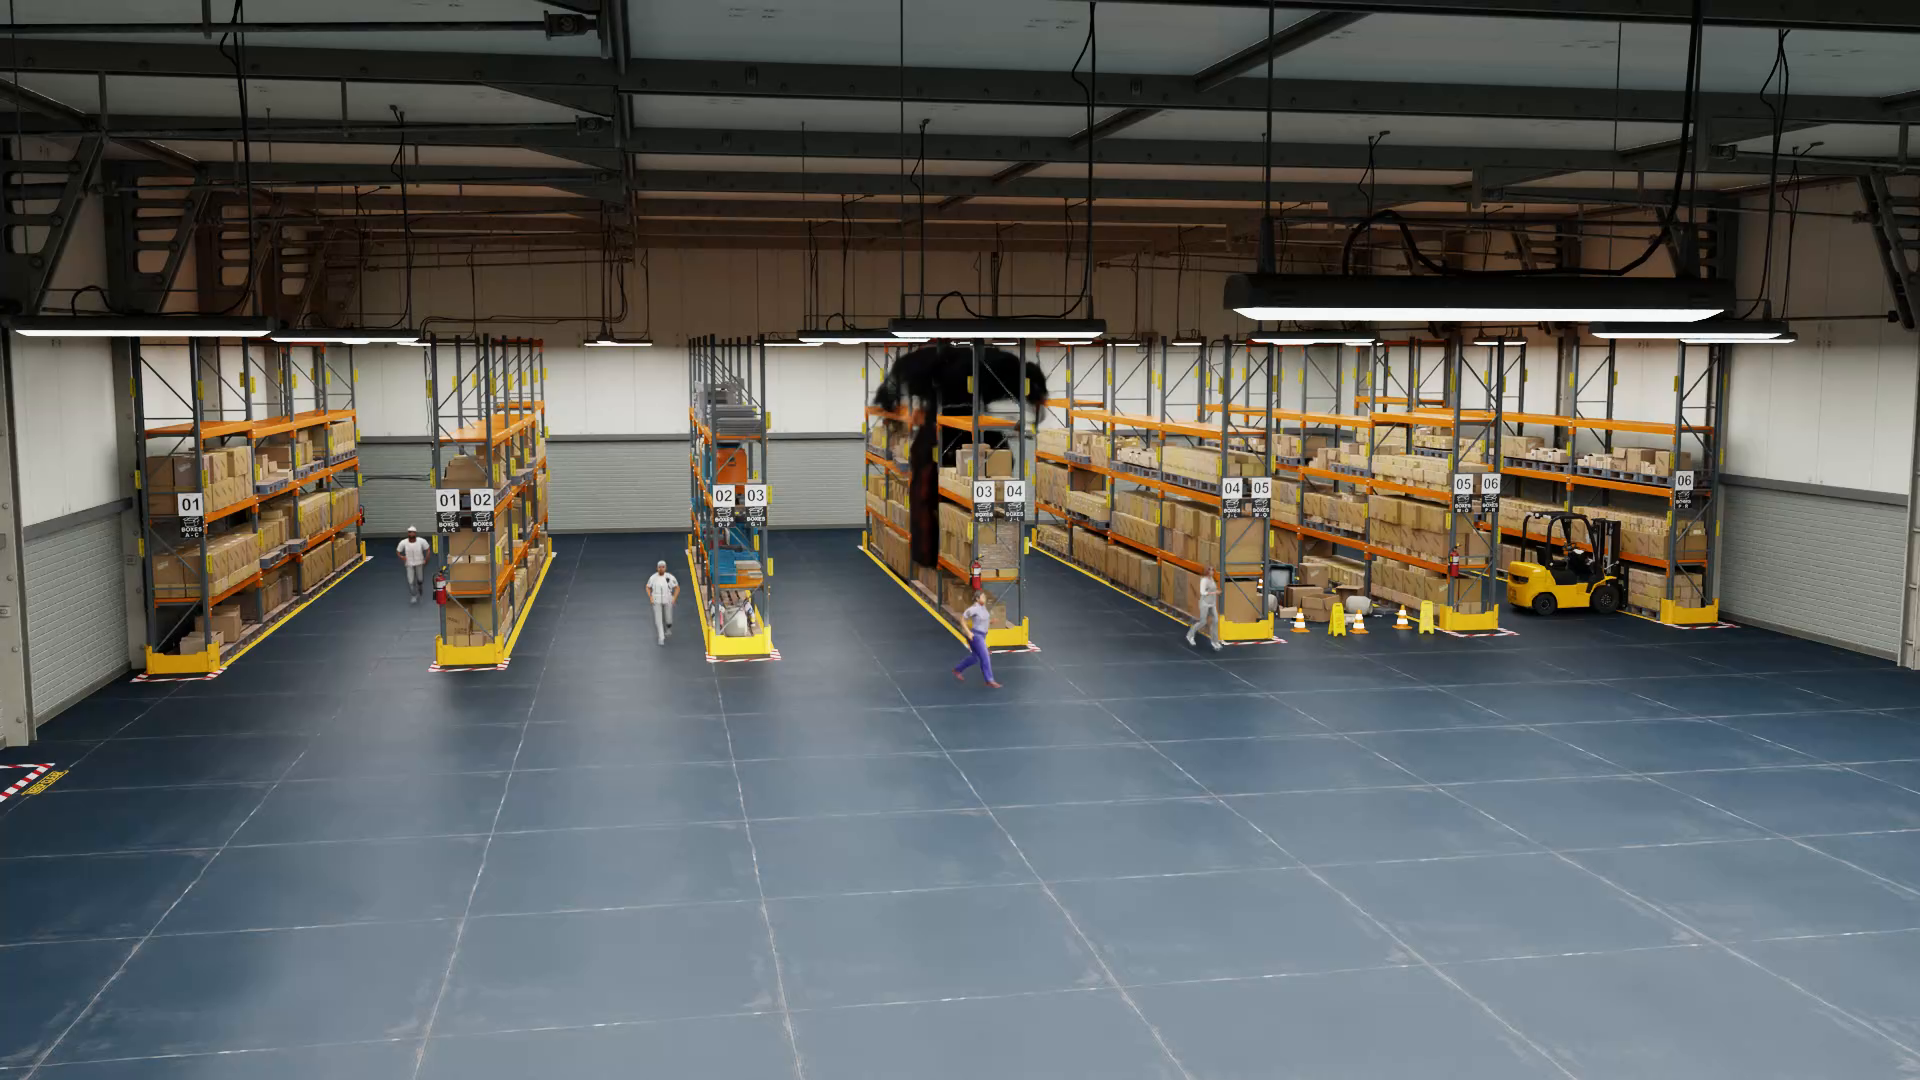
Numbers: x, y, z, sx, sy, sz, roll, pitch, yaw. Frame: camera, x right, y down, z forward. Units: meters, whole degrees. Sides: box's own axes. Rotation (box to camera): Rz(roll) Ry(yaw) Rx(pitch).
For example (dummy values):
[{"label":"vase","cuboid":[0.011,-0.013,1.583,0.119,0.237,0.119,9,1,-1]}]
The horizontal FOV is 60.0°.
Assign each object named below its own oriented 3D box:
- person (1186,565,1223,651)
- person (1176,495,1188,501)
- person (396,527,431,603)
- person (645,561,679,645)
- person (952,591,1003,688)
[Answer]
[{"label":"person","cuboid":[4.700,1.281,31.827,0.761,1.631,0.575,5,8,37]},{"label":"person","cuboid":[6.780,-0.903,50.812,0.555,1.658,0.625,-2,7,-16]},{"label":"person","cuboid":[-12.386,0.553,37.710,0.760,1.721,0.557,-2,7,-19]},{"label":"person","cuboid":[-5.800,1.204,32.428,0.648,1.616,0.648,-1,7,-9]},{"label":"person","cuboid":[0.286,1.665,28.153,0.918,1.637,0.604,2,7,17]}]
